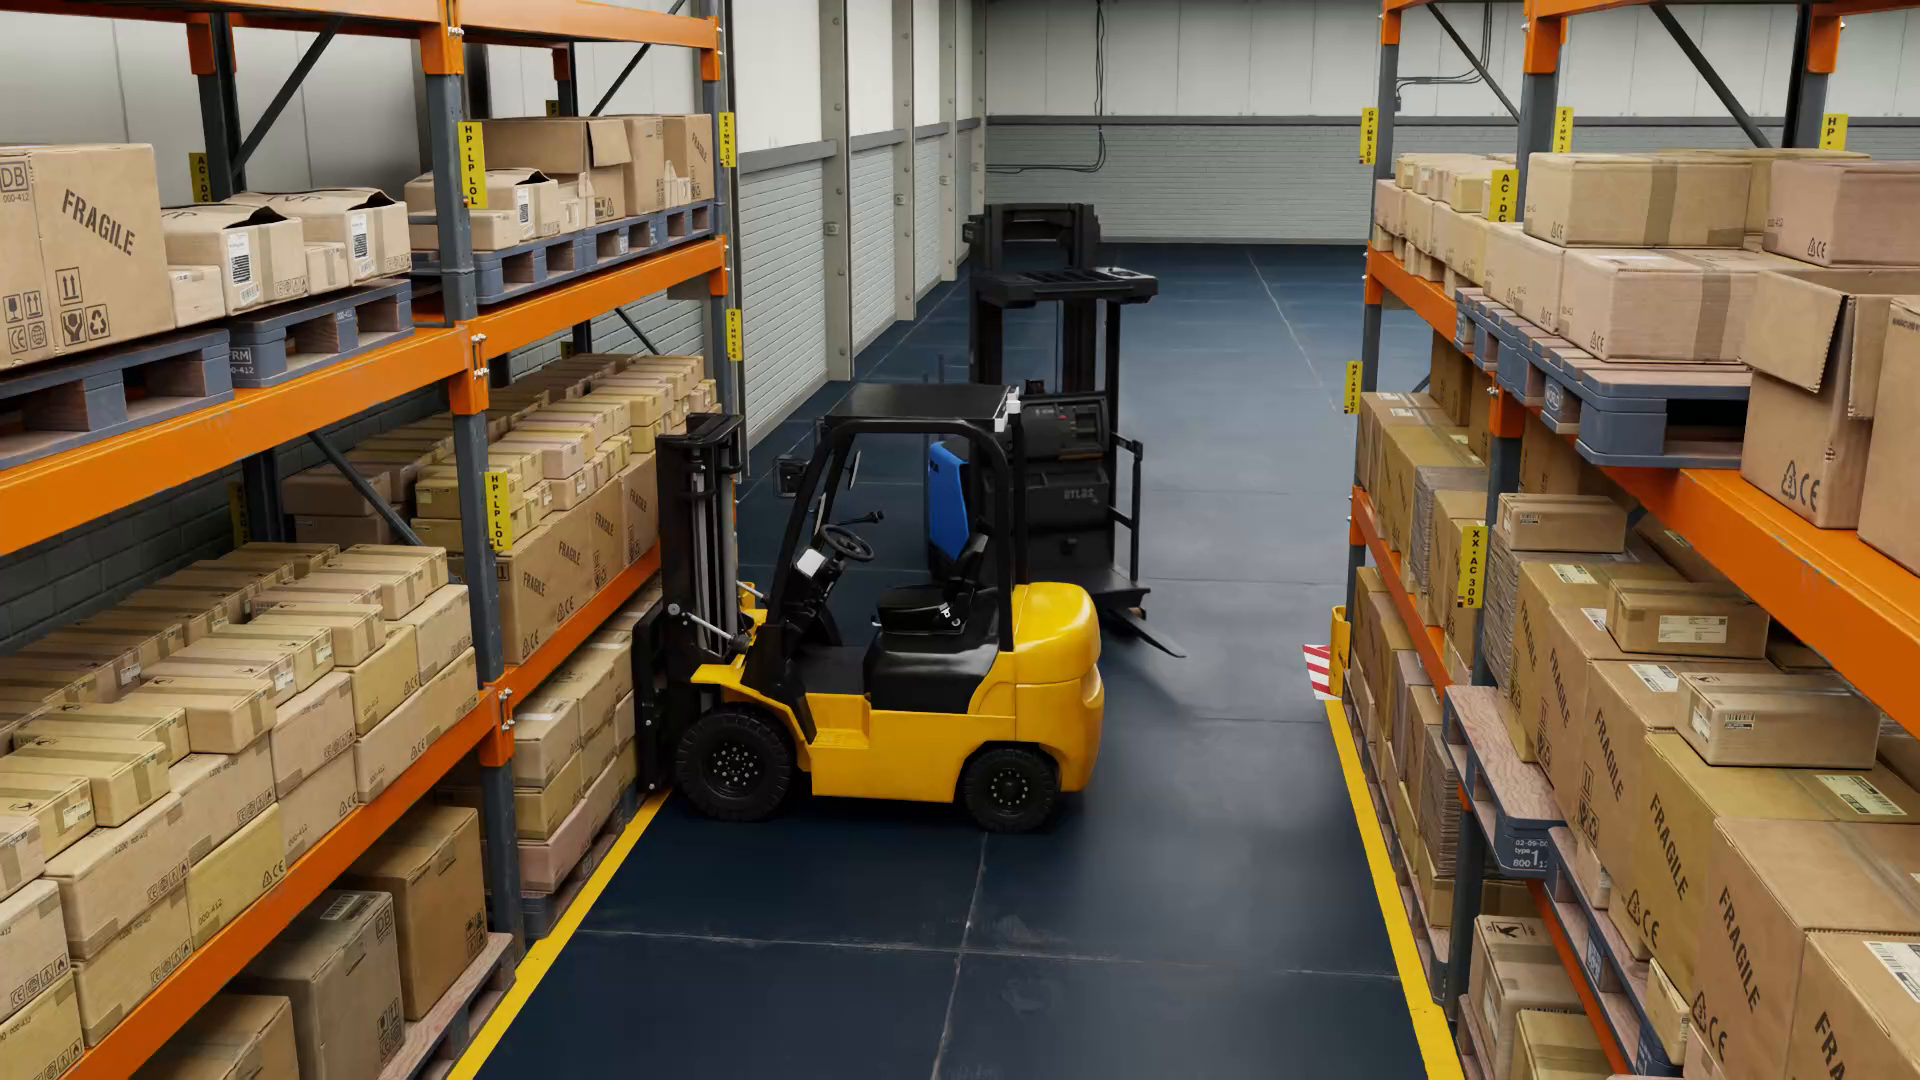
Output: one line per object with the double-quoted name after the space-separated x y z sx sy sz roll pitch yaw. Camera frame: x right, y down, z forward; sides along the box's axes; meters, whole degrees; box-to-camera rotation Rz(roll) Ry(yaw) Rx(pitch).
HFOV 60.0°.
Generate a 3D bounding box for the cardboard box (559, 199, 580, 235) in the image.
-1.986 -1.494 7.679 0.380 0.149 0.250 2 15 8 "cardboard box"

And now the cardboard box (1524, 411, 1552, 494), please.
2.852 -0.378 7.137 0.700 0.500 0.500 2 15 7 "cardboard box"

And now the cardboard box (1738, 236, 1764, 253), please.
2.523 -0.756 4.946 0.500 0.250 0.500 2 15 7 "cardboard box"

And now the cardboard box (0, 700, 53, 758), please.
-2.887 0.578 4.845 0.380 0.149 0.250 2 15 8 "cardboard box"

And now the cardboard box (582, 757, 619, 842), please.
-1.999 1.267 8.192 0.500 0.250 0.500 1 15 5 "cardboard box"

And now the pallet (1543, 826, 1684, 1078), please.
2.239 1.151 4.525 1.003 0.211 1.213 2 15 6 "pallet"

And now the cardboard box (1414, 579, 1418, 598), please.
2.411 0.236 8.025 0.380 0.149 0.250 1 15 5 "cardboard box"

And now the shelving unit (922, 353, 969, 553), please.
0.010 -0.746 14.048 0.538 1.500 1.048 2 15 6 "shelving unit"

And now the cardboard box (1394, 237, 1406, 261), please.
2.594 -1.613 9.117 0.380 0.149 0.250 2 15 8 "cardboard box"

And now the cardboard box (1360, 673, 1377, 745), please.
2.528 0.956 9.342 0.500 0.250 0.500 2 15 8 "cardboard box"

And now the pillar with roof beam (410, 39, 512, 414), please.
1.330 -3.262 8.986 9.100 9.000 0.400 2 15 6 "pillar with roof beam"

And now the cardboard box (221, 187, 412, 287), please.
-2.264 -1.070 5.802 0.500 0.311 0.500 1 15 4 "cardboard box"

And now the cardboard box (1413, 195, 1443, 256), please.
2.460 -1.501 7.937 0.500 0.250 0.500 2 15 7 "cardboard box"

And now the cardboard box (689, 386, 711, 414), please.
-1.734 -0.843 10.098 0.380 0.149 0.250 2 15 7 "cardboard box"

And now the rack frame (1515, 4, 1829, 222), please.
2.507 -2.360 5.651 1.000 3.000 0.127 2 15 6 "rack frame"

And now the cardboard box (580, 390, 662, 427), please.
-1.849 -0.719 9.069 0.380 0.149 0.250 2 15 7 "cardboard box"

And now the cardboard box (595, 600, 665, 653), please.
-1.879 0.519 9.045 0.500 0.250 0.500 1 15 5 "cardboard box"

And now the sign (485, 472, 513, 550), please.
-1.885 -0.117 6.780 0.100 0.325 0.005 2 15 6 "sign"

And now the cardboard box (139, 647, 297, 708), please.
-2.358 0.457 5.292 0.380 0.149 0.250 2 15 7 "cardboard box"

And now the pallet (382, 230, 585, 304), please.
-2.354 -1.237 7.412 1.003 0.211 1.213 2 15 6 "pallet"

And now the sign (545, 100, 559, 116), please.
-2.524 -2.573 10.358 0.100 0.325 0.005 2 15 6 "sign"

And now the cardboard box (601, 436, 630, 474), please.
-1.933 -0.446 8.631 0.380 0.149 0.250 1 15 5 "cardboard box"

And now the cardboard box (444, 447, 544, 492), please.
-2.135 -0.325 7.614 0.380 0.149 0.250 1 15 5 "cardboard box"

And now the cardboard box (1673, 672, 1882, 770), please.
1.960 0.433 4.006 0.380 0.149 0.250 1 15 4 "cardboard box"

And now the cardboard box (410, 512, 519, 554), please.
-2.128 -0.046 7.150 0.380 0.149 0.250 1 15 5 "cardboard box"

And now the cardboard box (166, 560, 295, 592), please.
-2.760 0.182 6.308 0.380 0.149 0.250 1 15 4 "cardboard box"

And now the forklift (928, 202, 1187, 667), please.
0.674 -0.812 11.550 1.130 2.935 3.031 -5 16 -17 "forklift"

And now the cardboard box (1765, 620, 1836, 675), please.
2.564 0.530 4.889 0.500 0.500 0.500 2 15 8 "cardboard box"

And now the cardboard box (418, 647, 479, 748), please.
-2.222 0.601 6.479 0.500 0.250 0.500 2 15 8 "cardboard box"

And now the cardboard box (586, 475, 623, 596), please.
-2.017 -0.032 8.342 0.500 0.500 0.500 2 15 6 "cardboard box"

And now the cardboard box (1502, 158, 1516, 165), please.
3.056 -1.920 8.723 0.380 0.149 0.250 2 15 7 "cardboard box"

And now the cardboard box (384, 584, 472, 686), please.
-2.226 0.357 6.426 0.500 0.250 0.500 1 15 5 "cardboard box"

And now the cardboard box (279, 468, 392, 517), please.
-2.689 -0.206 7.173 0.380 0.149 0.250 2 15 6 "cardboard box"

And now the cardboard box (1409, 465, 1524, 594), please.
2.416 -0.047 7.828 0.500 0.500 0.500 2 15 8 "cardboard box"

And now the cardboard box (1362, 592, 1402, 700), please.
2.536 0.604 9.208 0.500 0.500 0.500 1 15 4 "cardboard box"

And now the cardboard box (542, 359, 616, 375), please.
-2.316 -1.004 10.124 0.380 0.149 0.250 2 15 8 "cardboard box"

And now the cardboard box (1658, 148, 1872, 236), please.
2.569 -1.130 5.372 0.500 0.250 0.500 2 15 8 "cardboard box"

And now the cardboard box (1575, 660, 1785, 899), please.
1.997 0.646 4.462 0.500 0.500 0.500 1 15 4 "cardboard box"

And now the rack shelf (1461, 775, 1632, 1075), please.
2.282 1.402 4.609 1.077 0.370 4.000 2 15 6 "rack shelf"

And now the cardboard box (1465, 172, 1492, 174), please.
2.428 -1.535 7.300 0.380 0.149 0.250 1 15 5 "cardboard box"

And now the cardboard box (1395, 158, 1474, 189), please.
2.512 -1.935 8.780 0.380 0.149 0.250 2 15 6 "cardboard box"

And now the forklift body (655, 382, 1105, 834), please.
-0.375 0.308 8.901 2.313 2.155 1.214 2 15 6 "forklift body"

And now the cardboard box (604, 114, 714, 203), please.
-1.781 -2.272 9.884 0.500 0.500 0.500 2 15 8 "cardboard box"

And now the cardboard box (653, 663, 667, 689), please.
-1.883 0.766 9.089 0.500 0.250 0.500 2 15 6 "cardboard box"

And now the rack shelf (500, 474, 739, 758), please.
-2.199 0.219 8.983 1.077 0.370 4.000 2 15 6 "rack shelf"

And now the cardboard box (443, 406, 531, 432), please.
-2.453 -0.602 8.638 0.380 0.149 0.250 2 15 8 "cardboard box"

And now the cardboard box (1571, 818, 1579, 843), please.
2.038 0.858 4.918 0.380 0.149 0.250 2 15 7 "cardboard box"

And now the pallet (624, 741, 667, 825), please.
-2.158 1.214 9.267 1.003 0.211 1.213 2 15 6 "pallet"

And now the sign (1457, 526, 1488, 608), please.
1.967 0.104 6.373 0.100 0.325 0.005 2 15 6 "sign"
